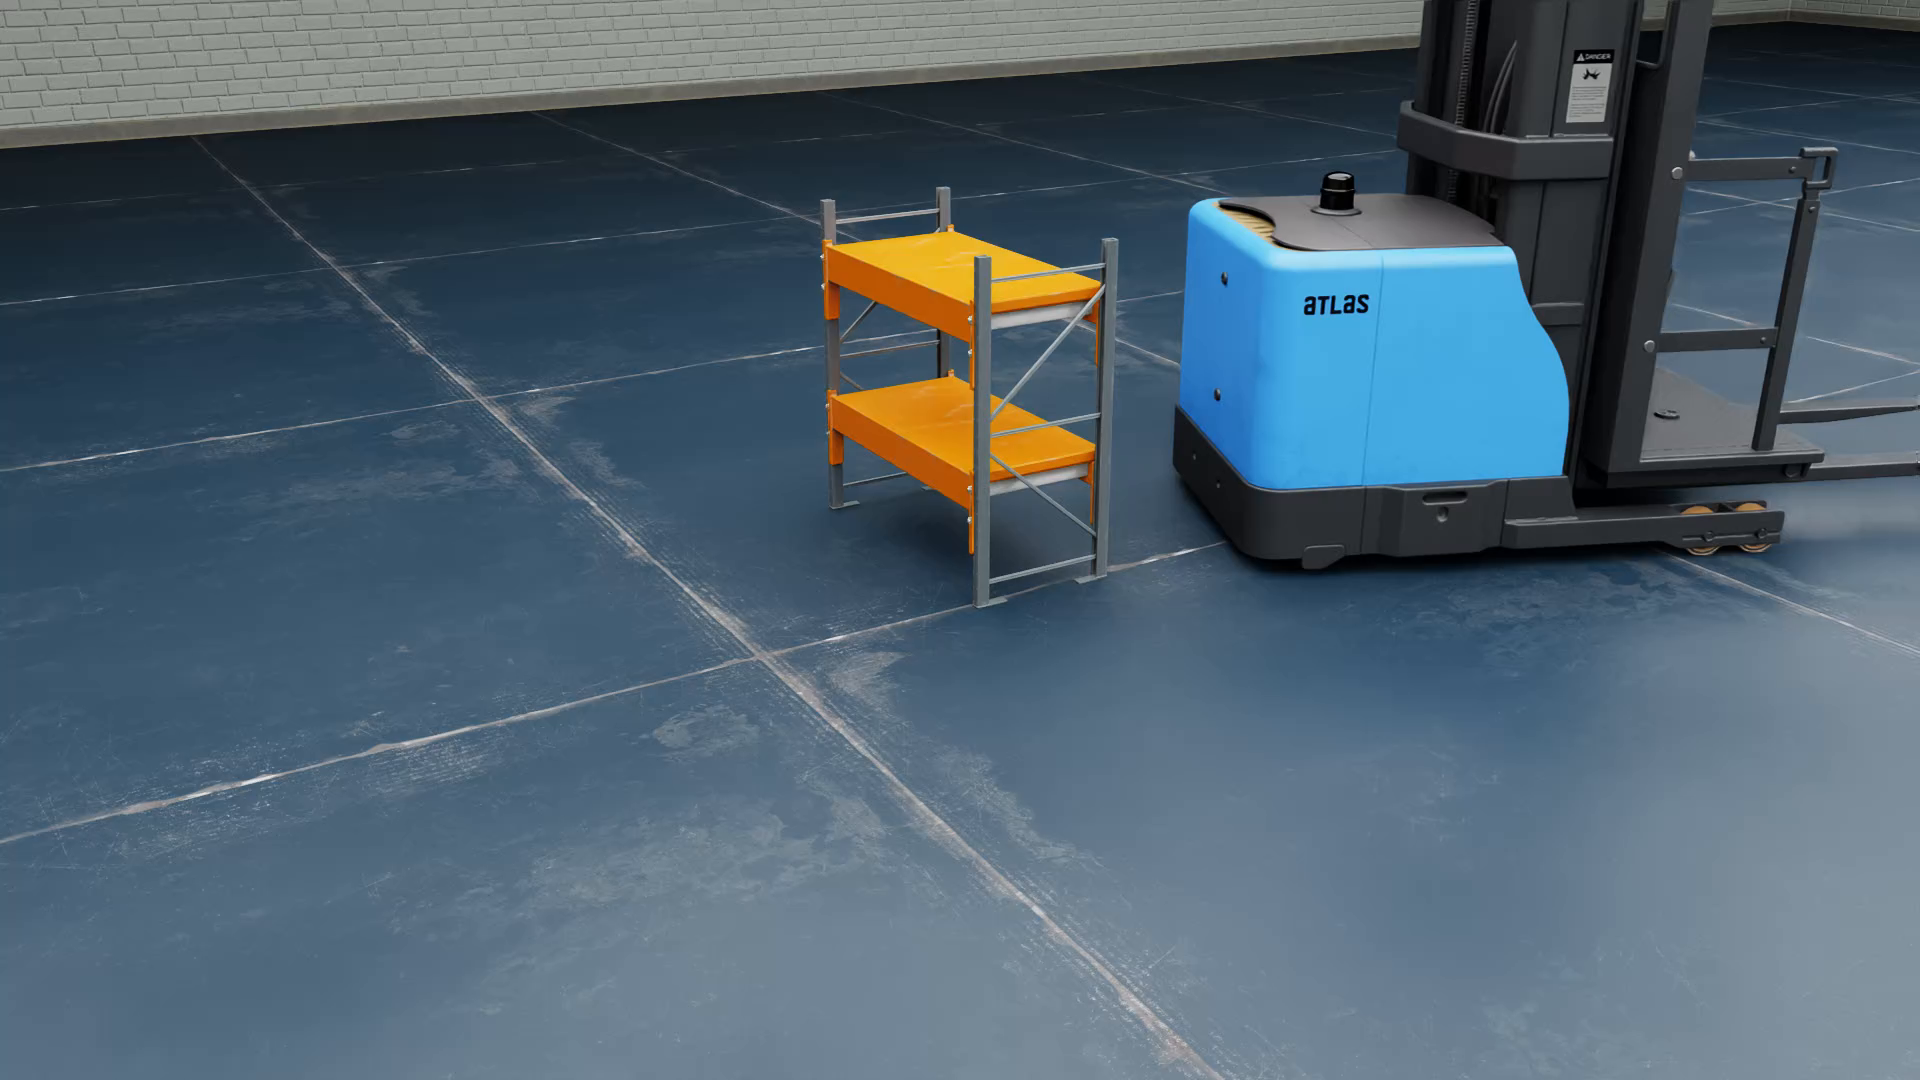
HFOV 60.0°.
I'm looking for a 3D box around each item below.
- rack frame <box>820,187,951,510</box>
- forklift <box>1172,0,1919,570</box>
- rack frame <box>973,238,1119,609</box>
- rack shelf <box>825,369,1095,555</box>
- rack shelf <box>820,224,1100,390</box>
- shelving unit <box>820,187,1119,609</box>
[{"bbox_3d":[-0.256,-0.683,5.999,0.500,1.125,0.032,-13,25,-28],"label":"rack frame"},{"bbox_3d":[2.368,-1.498,5.604,3.031,2.935,1.130,-3,22,-8],"label":"forklift"},{"bbox_3d":[0.263,-0.354,5.189,0.500,1.125,0.032,-13,25,-28],"label":"rack frame"},{"bbox_3d":[0.003,-0.292,5.686,0.538,0.278,1.000,-13,25,-28],"label":"rack shelf"},{"bbox_3d":[0.003,-0.790,5.484,0.538,0.278,1.000,-13,25,-28],"label":"rack shelf"},{"bbox_3d":[0.003,-0.519,5.594,0.538,1.125,1.048,-13,25,-28],"label":"shelving unit"}]
